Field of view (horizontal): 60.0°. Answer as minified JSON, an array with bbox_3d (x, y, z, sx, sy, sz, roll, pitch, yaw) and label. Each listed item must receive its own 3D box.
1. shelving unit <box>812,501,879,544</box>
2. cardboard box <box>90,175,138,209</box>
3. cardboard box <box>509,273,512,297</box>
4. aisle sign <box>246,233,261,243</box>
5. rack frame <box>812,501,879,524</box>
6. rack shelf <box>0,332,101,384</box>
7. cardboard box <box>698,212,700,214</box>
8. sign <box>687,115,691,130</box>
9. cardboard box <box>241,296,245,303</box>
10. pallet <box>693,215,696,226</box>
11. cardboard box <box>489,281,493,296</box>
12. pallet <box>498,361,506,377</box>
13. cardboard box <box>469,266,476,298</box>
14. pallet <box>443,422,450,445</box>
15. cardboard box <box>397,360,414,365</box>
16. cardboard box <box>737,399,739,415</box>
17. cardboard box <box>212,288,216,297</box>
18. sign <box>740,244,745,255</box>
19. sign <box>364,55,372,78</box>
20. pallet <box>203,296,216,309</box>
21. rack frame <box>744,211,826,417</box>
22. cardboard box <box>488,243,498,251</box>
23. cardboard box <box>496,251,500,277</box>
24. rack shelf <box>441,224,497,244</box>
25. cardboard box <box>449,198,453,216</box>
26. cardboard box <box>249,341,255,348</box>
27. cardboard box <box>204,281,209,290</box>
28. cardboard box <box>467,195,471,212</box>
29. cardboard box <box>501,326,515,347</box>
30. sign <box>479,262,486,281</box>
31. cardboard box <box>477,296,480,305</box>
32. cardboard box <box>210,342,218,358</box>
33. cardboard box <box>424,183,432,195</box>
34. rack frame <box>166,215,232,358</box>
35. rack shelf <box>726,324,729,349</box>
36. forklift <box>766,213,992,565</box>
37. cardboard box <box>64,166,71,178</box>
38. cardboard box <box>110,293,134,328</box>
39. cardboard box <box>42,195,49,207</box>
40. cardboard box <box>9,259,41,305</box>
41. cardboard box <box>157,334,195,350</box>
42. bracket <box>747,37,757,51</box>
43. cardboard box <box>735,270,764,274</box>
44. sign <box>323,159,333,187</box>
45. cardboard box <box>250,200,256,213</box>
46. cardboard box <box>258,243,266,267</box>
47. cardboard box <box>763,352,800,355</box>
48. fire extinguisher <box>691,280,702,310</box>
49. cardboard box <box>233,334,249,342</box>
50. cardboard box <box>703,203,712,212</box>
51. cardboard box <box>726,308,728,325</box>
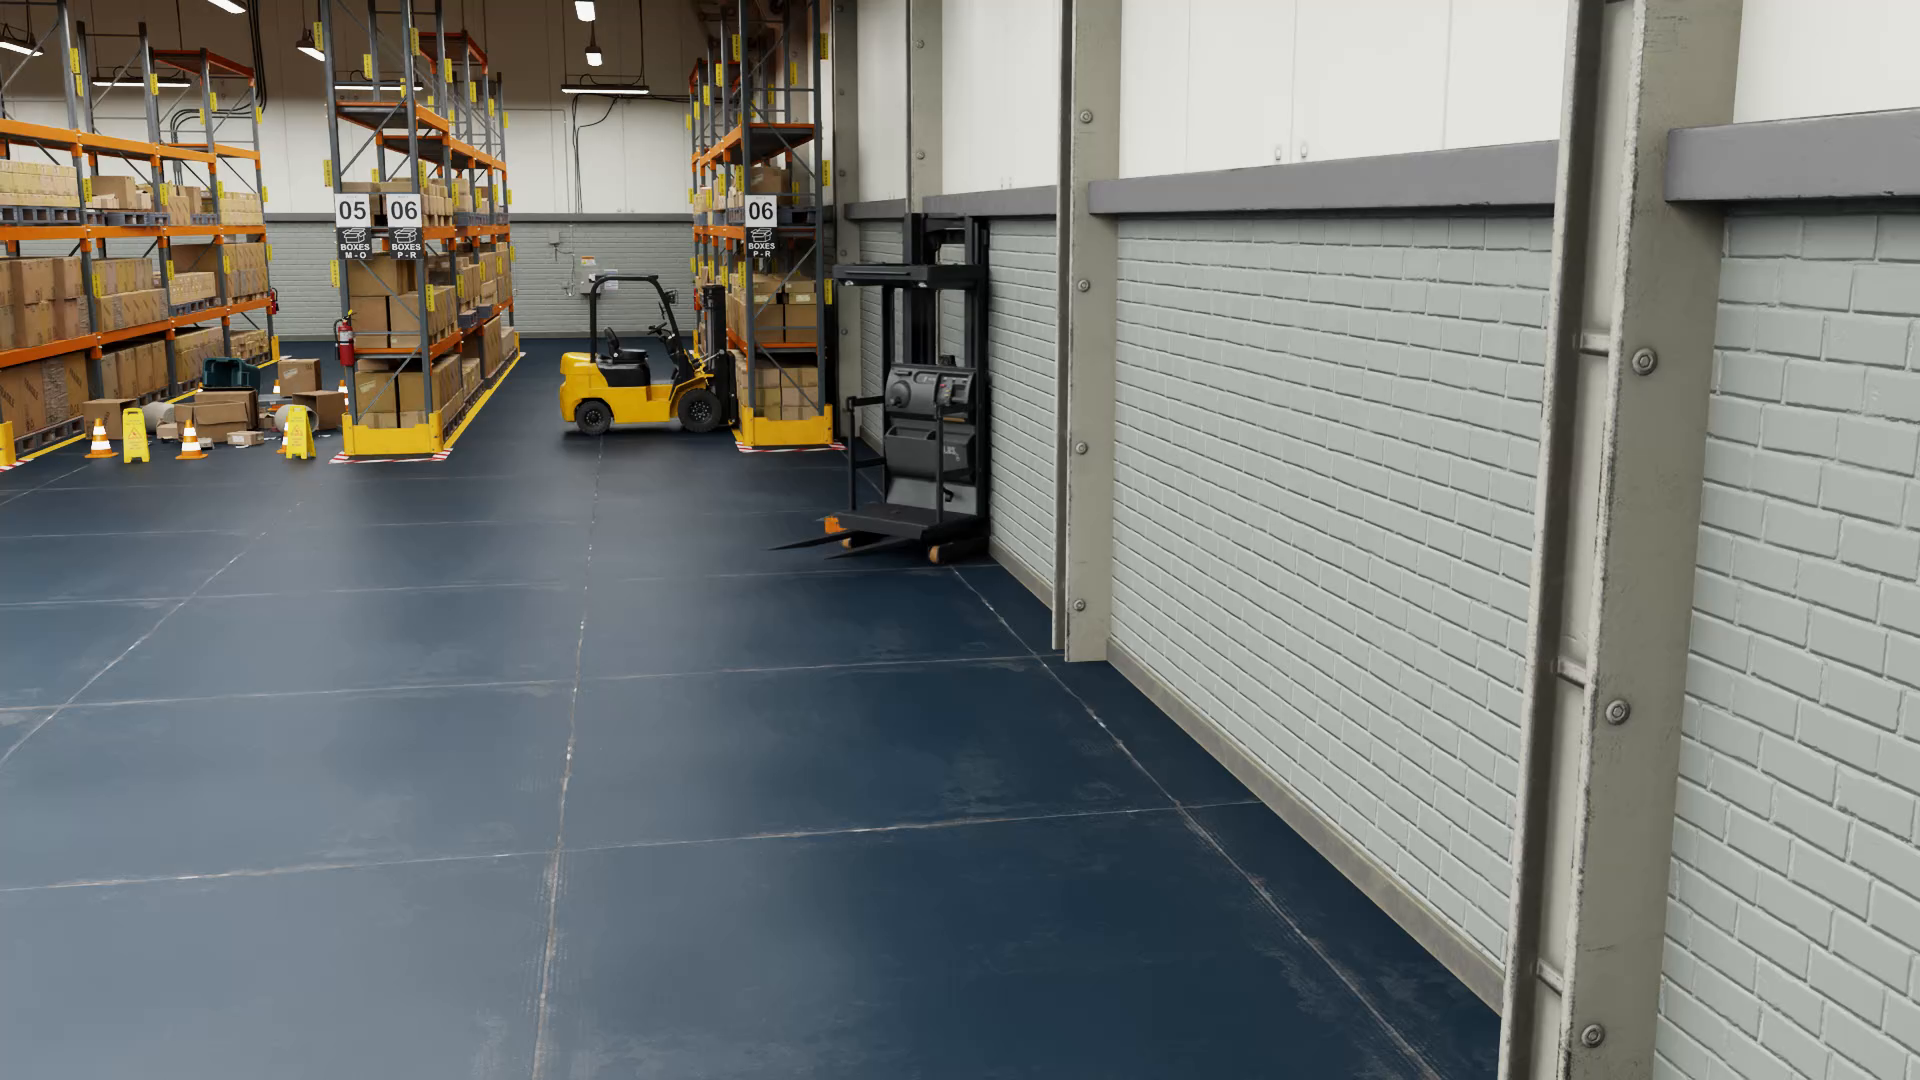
[{"bbox_3d":[-0.977,-0.172,15.577,0.258,0.189,1.200,5,12,24],"label":"shelving unit"},{"bbox_3d":[-12.913,-5.308,25.379,0.500,0.500,0.500,-2,11,-11],"label":"cardboard box"},{"bbox_3d":[-9.893,-5.474,35.668,0.500,0.500,0.500,-2,11,-11],"label":"cardboard box"},{"bbox_3d":[-14.802,-6.607,34.933,0.394,0.787,0.004,-2,11,-11],"label":"aisle sign"},{"bbox_3d":[-0.977,-0.262,15.560,0.240,0.006,1.200,5,12,24],"label":"rack frame"},{"bbox_3d":[-12.359,-2.384,21.625,1.077,0.370,4.000,-2,11,-11],"label":"rack shelf"},{"bbox_3d":[-5.051,-6.672,33.811,0.500,0.250,0.500,-3,11,-13],"label":"cardboard box"},{"bbox_3d":[-5.910,-9.110,36.284,0.100,0.325,0.005,-2,11,-11],"label":"sign"},{"bbox_3d":[-14.342,-4.752,32.813,0.380,0.149,0.250,-2,11,-8],"label":"cardboard box"},{"bbox_3d":[-4.542,-6.211,32.284,1.213,0.211,1.003,-2,11,-11],"label":"pallet"},{"bbox_3d":[-8.816,-4.591,30.357,0.500,0.250,0.500,-2,11,-10],"label":"cardboard box"},{"bbox_3d":[-9.244,-3.262,31.769,1.003,0.211,1.213,-2,11,-11],"label":"pallet"},{"bbox_3d":[-8.118,-4.178,26.939,0.500,0.500,0.500,-3,11,-15],"label":"cardboard box"},{"bbox_3d":[-7.272,-1.364,21.797,1.003,0.211,1.213,-2,11,-11],"label":"pallet"},{"bbox_3d":[-7.847,-2.216,23.042,0.500,0.500,0.500,-2,11,-8],"label":"cardboard box"},{"bbox_3d":[-2.843,-1.864,23.201,0.500,0.250,0.500,-2,11,-10],"label":"cardboard box"},{"bbox_3d":[-14.032,-4.589,30.833,0.380,0.149,0.250,-2,11,-12],"label":"cardboard box"},{"bbox_3d":[-4.830,-6.426,36.992,0.100,0.325,0.005,-2,11,-11],"label":"sign"},{"bbox_3d":[-8.455,-6.766,23.753,0.100,0.325,0.005,-2,11,-11],"label":"sign"},{"bbox_3d":[-14.298,-4.332,30.448,1.003,0.211,1.213,-2,11,-11],"label":"pallet"},{"bbox_3d":[-2.266,-2.751,21.626,1.000,3.000,0.127,-2,11,-11],"label":"rack frame"},{"bbox_3d":[-9.420,-5.836,33.161,0.380,0.149,0.250,-2,11,-11],"label":"cardboard box"},{"bbox_3d":[-9.323,-5.407,32.639,0.500,0.500,0.500,-2,11,-11],"label":"cardboard box"},{"bbox_3d":[-9.079,-5.524,30.097,1.077,0.370,4.000,-2,11,-11],"label":"rack shelf"},{"bbox_3d":[-7.562,-4.778,23.858,0.500,0.250,0.500,-2,11,-12],"label":"cardboard box"},{"bbox_3d":[-14.451,-3.933,33.546,0.380,0.149,0.250,-2,11,-8],"label":"cardboard box"},{"bbox_3d":[-13.935,-4.641,30.311,0.380,0.149,0.250,-2,11,-9],"label":"cardboard box"},{"bbox_3d":[-7.732,-5.124,25.351,0.500,0.250,0.500,-2,11,-12],"label":"cardboard box"},{"bbox_3d":[-10.020,-4.334,35.675,0.875,0.438,0.875,-3,11,-13],"label":"cardboard box"},{"bbox_3d":[-8.160,-4.588,28.395,0.100,0.325,0.005,-2,11,-11],"label":"sign"},{"bbox_3d":[-8.179,-3.977,27.617,0.380,0.149,0.250,-2,11,-11],"label":"cardboard box"},{"bbox_3d":[-13.813,-3.329,30.229,0.500,0.500,0.500,-2,11,-12],"label":"cardboard box"},{"bbox_3d":[-7.032,-4.526,21.472,0.380,0.149,0.250,-2,11,-11],"label":"cardboard box"},{"bbox_3d":[-14.304,-4.572,31.194,1.000,3.000,0.127,-2,11,-11],"label":"rack frame"},{"bbox_3d":[-3.433,-3.498,27.475,1.077,0.370,4.000,-2,11,-11],"label":"rack shelf"},{"bbox_3d":[-0.397,-1.334,14.364,1.130,2.935,3.031,8,14,37],"label":"forklift"},{"bbox_3d":[-12.315,-5.000,22.570,0.380,0.149,0.250,-2,11,-11],"label":"cardboard box"},{"bbox_3d":[-12.780,-3.444,25.003,0.500,0.500,0.500,-2,11,-11],"label":"cardboard box"},{"bbox_3d":[-12.114,-4.421,21.662,0.380,0.149,0.250,-2,11,-12],"label":"cardboard box"},{"bbox_3d":[-12.177,-3.250,20.959,0.875,0.550,0.550,-2,11,-11],"label":"cardboard box"},{"bbox_3d":[-13.521,-3.413,28.663,0.500,0.250,0.500,-2,11,-12],"label":"cardboard box"},{"bbox_3d":[-4.119,-9.738,32.667,0.235,0.232,0.430,-2,11,-11],"label":"bracket"},{"bbox_3d":[-3.769,-4.573,29.812,0.500,0.500,0.500,-2,11,-8],"label":"cardboard box"},{"bbox_3d":[-7.682,-4.461,20.224,0.100,0.325,0.005,-2,11,-11],"label":"sign"},{"bbox_3d":[-14.642,-6.782,33.847,0.500,0.250,0.500,-2,11,-13],"label":"cardboard box"},{"bbox_3d":[-14.749,-5.917,34.524,0.500,0.500,0.500,-2,11,-12],"label":"cardboard box"},{"bbox_3d":[-2.645,-2.655,24.682,0.500,0.250,0.500,-2,11,-12],"label":"cardboard box"},{"bbox_3d":[-5.860,-5.474,37.139,0.296,0.674,0.183,-2,11,-11],"label":"fire extinguisher"},{"bbox_3d":[-14.447,-4.028,33.248,0.380,0.149,0.250,-2,11,-11],"label":"cardboard box"},{"bbox_3d":[-4.608,-6.207,31.043,0.380,0.149,0.250,-2,11,-10],"label":"cardboard box"},{"bbox_3d":[-3.399,-3.493,25.930,0.500,0.250,0.500,-2,11,-10],"label":"cardboard box"}]
